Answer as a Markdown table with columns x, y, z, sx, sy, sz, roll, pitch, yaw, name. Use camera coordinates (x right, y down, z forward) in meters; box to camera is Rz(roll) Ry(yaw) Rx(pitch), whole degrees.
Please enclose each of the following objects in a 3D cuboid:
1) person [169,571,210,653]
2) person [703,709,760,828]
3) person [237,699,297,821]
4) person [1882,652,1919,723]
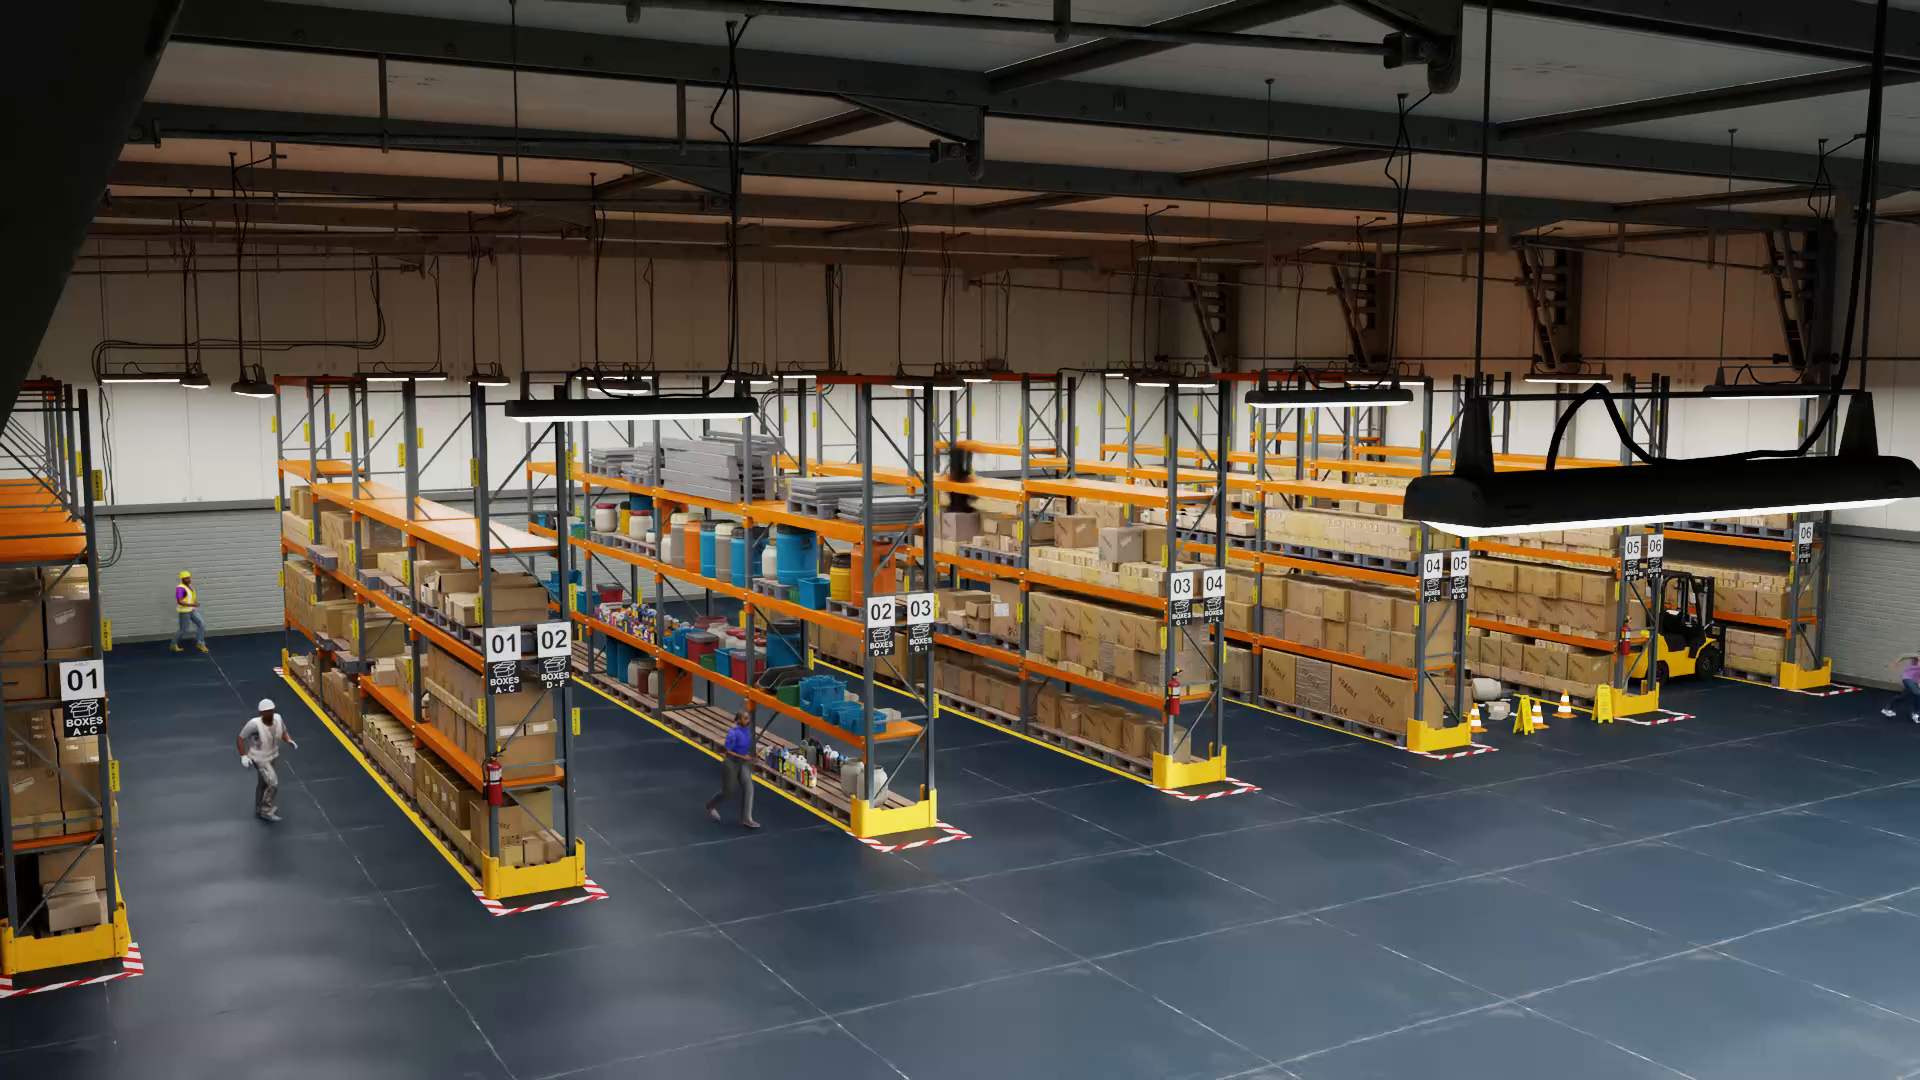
| x | y | z | sx | sy | sz | roll | pitch | yaw | name |
| --- | --- | --- | --- | --- | --- | --- | --- | --- | --- |
| -16.545 | 1.558 | 35.581 | 0.803 | 1.800 | 0.704 | 0 | 6 | -2 | person |
| -3.096 | 3.076 | 22.544 | 0.889 | 1.613 | 0.563 | 4 | 7 | 31 | person |
| -9.488 | 3.012 | 22.847 | 0.819 | 1.735 | 0.676 | 1 | 6 | 13 | person |
| 16.578 | 2.445 | 28.917 | 0.529 | 1.383 | 1.036 | -2 | 7 | -17 | person |
